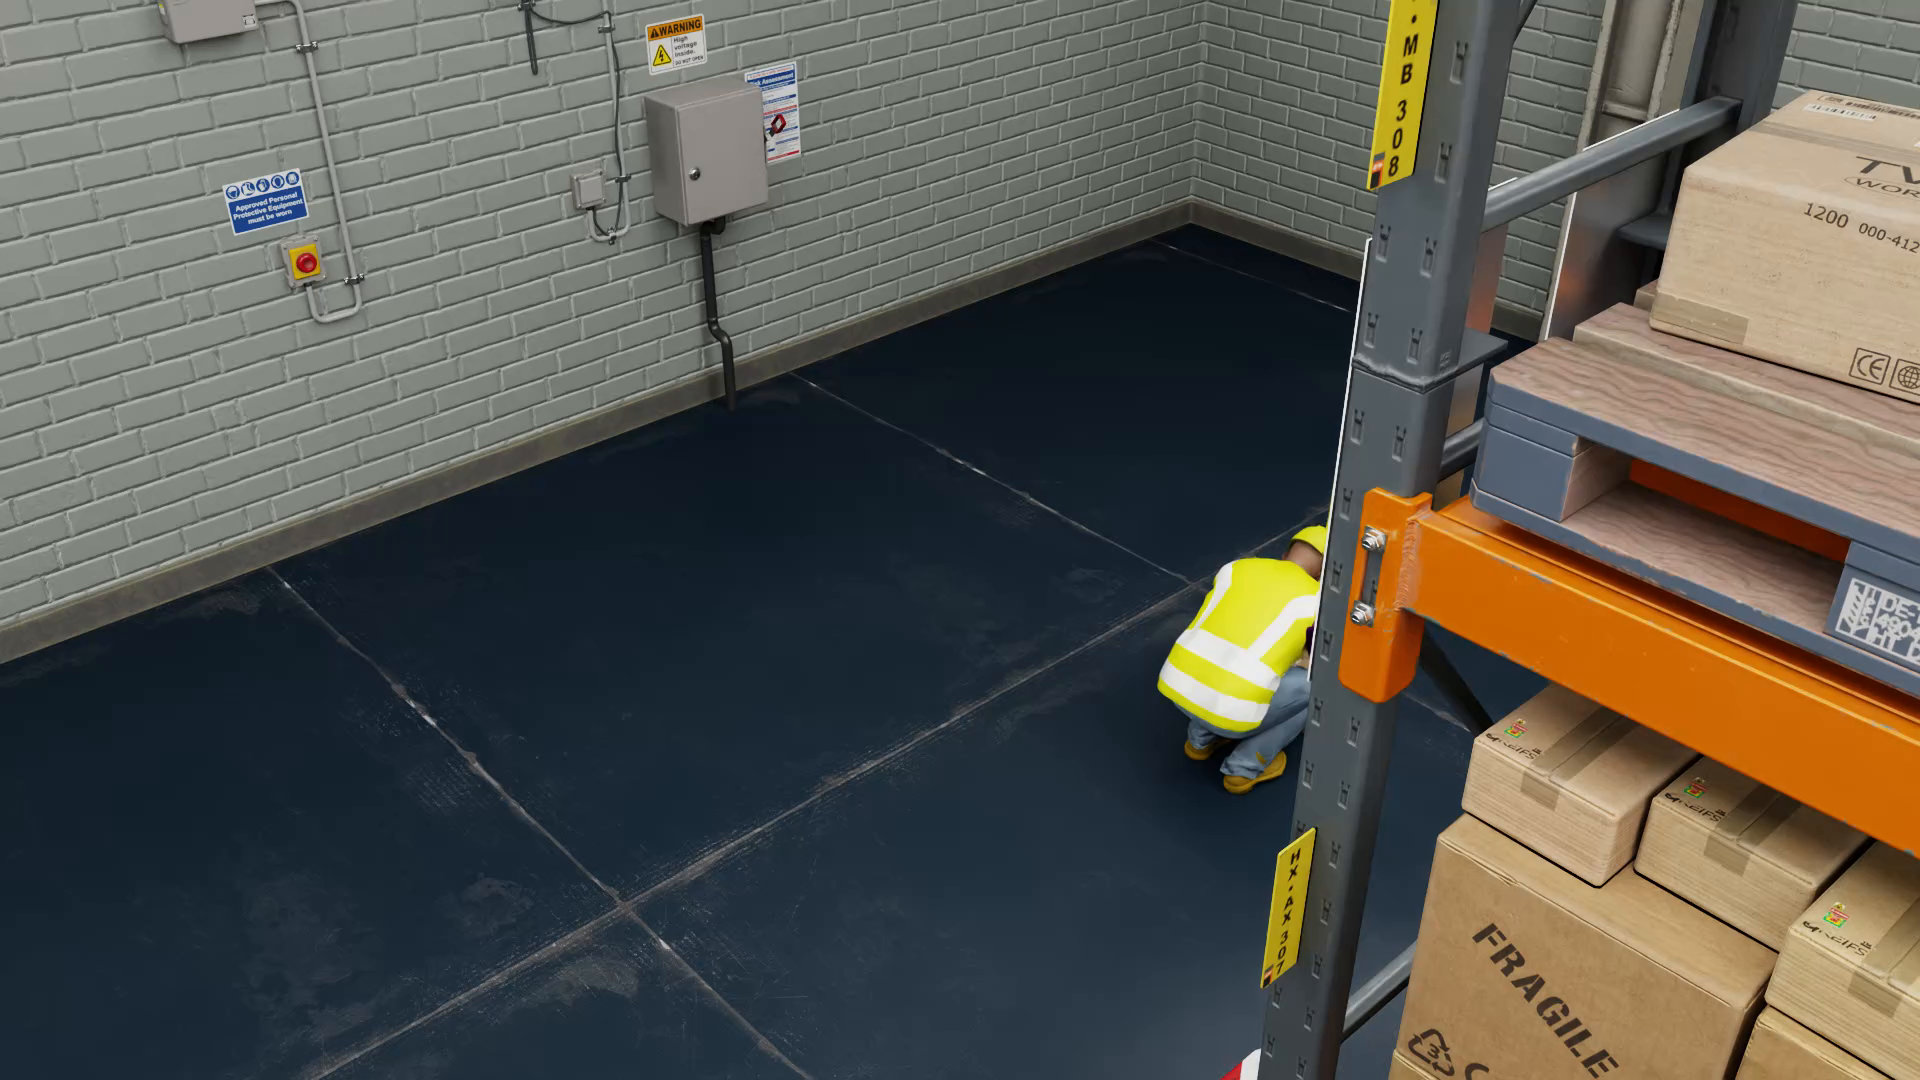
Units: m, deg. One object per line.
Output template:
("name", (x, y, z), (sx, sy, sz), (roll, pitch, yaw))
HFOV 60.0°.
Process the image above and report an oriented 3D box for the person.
("person", (1.129, 0.473, 6.340), (0.925, 0.883, 0.549), (-26, 40, -36))
